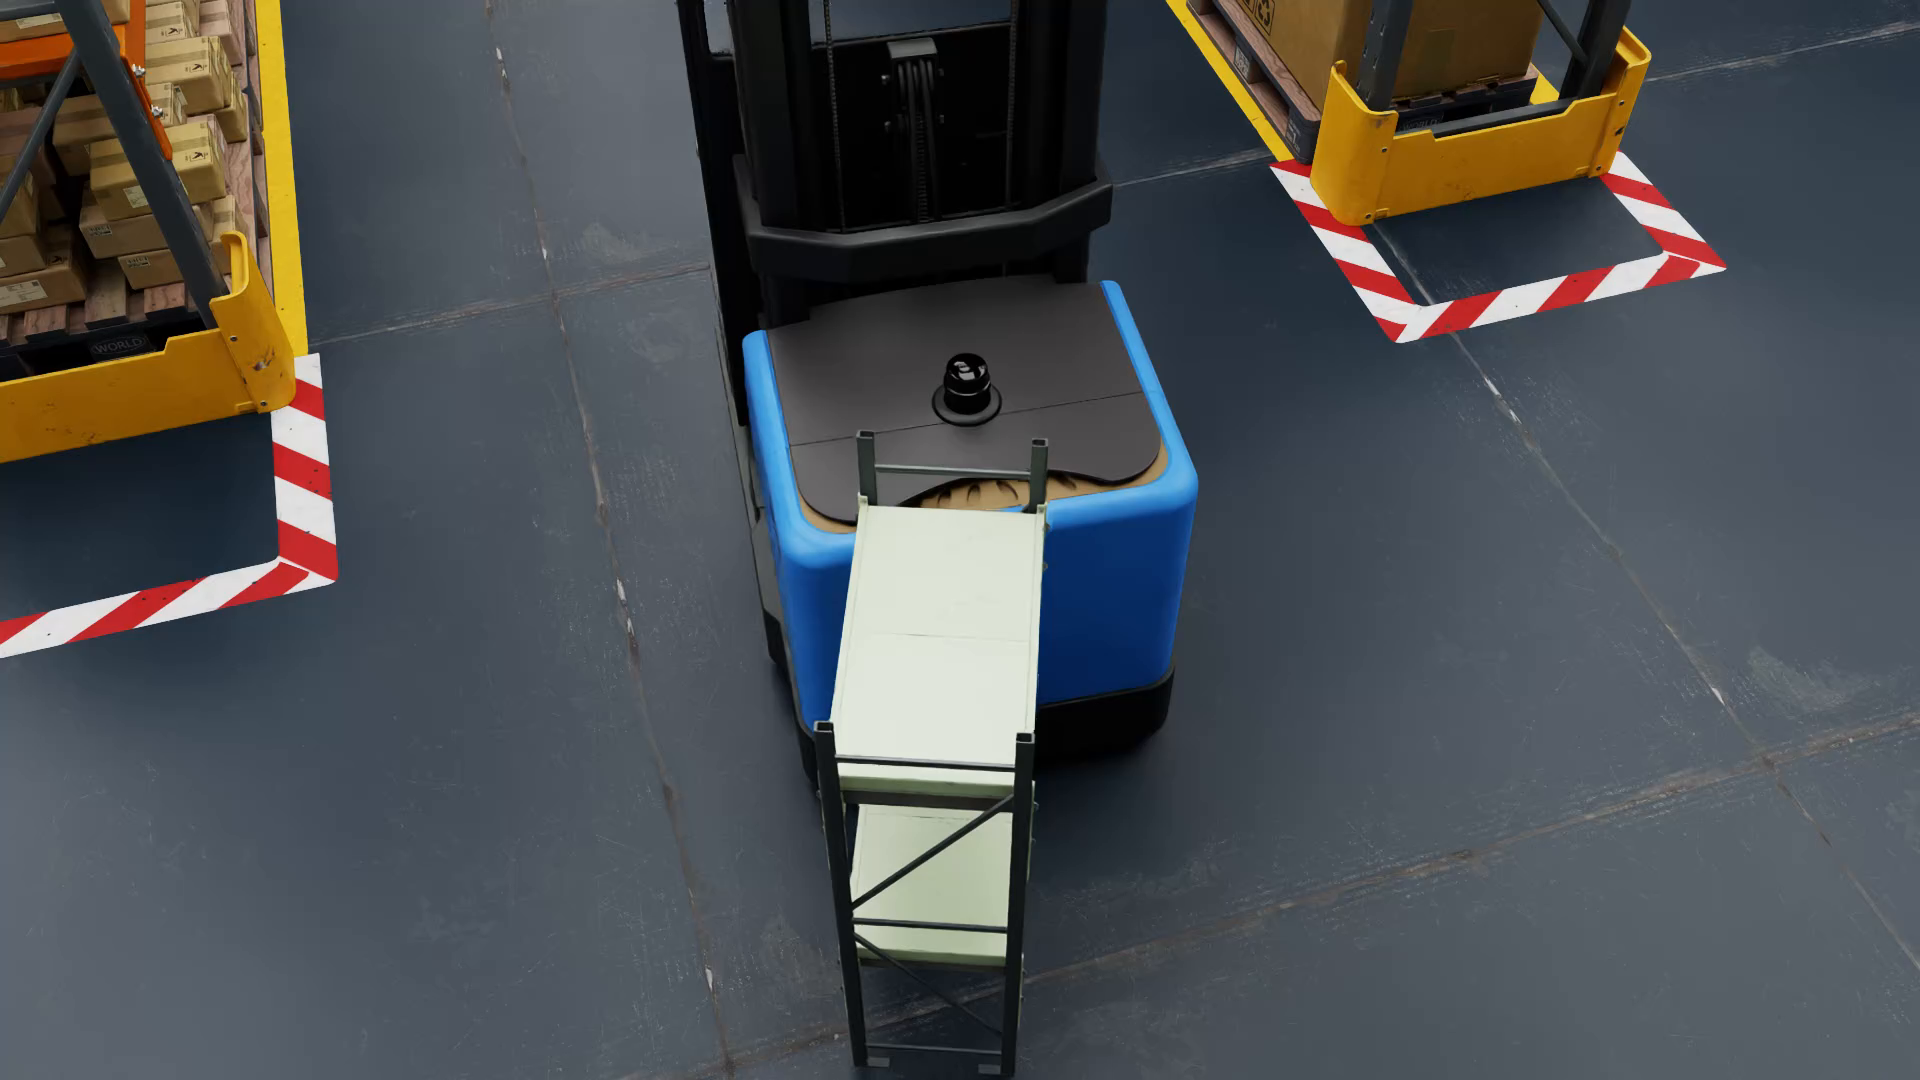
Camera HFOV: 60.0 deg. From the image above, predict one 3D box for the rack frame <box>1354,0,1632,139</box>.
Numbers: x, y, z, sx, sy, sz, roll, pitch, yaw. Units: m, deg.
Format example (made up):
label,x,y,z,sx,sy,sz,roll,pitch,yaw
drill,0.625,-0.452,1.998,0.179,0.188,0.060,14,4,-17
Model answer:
label,x,y,z,sx,sy,sz,roll,pitch,yaw
rack frame,1.934,-2.407,5.317,1.000,3.000,0.127,-13,51,-11

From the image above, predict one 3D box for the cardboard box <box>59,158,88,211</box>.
label,x,y,z,sx,sy,sz,roll,pitch,yaw
cardboard box,-3.357,-1.290,5.966,0.380,0.149,0.250,-14,51,-11

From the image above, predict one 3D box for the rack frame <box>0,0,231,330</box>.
label,x,y,z,sx,sy,sz,roll,pitch,yaw
rack frame,-2.834,-1.359,4.434,1.000,3.000,0.127,-13,51,-11

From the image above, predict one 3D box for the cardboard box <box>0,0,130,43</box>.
label,x,y,z,sx,sy,sz,roll,pitch,yaw
cardboard box,-2.616,-1.589,4.792,0.380,0.149,0.250,-14,51,-11

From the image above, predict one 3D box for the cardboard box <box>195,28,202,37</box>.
label,x,y,z,sx,sy,sz,roll,pitch,yaw
cardboard box,-3.069,-1.868,6.258,0.380,0.149,0.250,-16,52,-13

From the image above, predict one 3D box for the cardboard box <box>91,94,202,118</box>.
label,x,y,z,sx,sy,sz,roll,pitch,yaw
cardboard box,-2.927,-1.484,5.934,0.380,0.149,0.250,-13,51,-11

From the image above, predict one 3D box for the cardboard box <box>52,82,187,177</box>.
label,x,y,z,sx,sy,sz,roll,pitch,yaw
cardboard box,-2.860,-1.401,5.670,0.380,0.149,0.250,-12,51,-10

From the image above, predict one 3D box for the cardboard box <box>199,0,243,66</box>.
label,x,y,z,sx,sy,sz,roll,pitch,yaw
cardboard box,-3.046,-1.961,6.531,0.380,0.149,0.250,-16,52,-13

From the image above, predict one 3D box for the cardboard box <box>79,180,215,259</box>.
label,x,y,z,sx,sy,sz,roll,pitch,yaw
cardboard box,-2.743,-1.112,5.621,0.380,0.149,0.250,-11,51,-9

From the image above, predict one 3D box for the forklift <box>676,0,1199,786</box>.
label,x,y,z,sx,sy,sz,roll,pitch,yaw
forklift,-0.218,-1.405,4.518,1.130,2.935,3.031,-9,51,-8

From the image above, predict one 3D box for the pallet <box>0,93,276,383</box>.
label,x,y,z,sx,sy,sz,roll,pitch,yaw
pallet,-3.062,-1.117,6.054,1.003,0.211,1.213,-13,51,-11

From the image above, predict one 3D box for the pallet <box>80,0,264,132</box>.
label,x,y,z,sx,sy,sz,roll,pitch,yaw
pallet,-3.420,-2.006,6.803,1.003,0.211,1.213,-13,51,-11

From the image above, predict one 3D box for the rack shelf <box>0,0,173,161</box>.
label,x,y,z,sx,sy,sz,roll,pitch,yaw
rack shelf,-3.425,-2.588,5.940,1.077,0.370,4.000,-13,51,-11

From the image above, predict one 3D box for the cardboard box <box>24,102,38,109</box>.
label,x,y,z,sx,sy,sz,roll,pitch,yaw
cardboard box,-3.418,-1.371,5.840,0.380,0.149,0.250,-15,52,-12

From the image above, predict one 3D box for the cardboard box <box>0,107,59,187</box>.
label,x,y,z,sx,sy,sz,roll,pitch,yaw
cardboard box,-3.252,-1.293,5.579,0.380,0.149,0.250,-12,51,-10

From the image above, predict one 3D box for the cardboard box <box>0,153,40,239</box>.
label,x,y,z,sx,sy,sz,roll,pitch,yaw
cardboard box,-3.232,-1.096,5.413,0.380,0.149,0.250,-13,51,-11

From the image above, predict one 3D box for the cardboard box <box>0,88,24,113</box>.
label,x,y,z,sx,sy,sz,roll,pitch,yaw
cardboard box,-3.450,-1.453,5.714,0.380,0.149,0.250,-14,51,-12

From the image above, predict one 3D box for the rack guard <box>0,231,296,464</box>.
label,x,y,z,sx,sy,sz,roll,pitch,yaw
rack guard,-2.856,-0.609,5.436,1.175,0.500,0.348,-13,51,-11

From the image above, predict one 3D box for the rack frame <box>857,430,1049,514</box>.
label,x,y,z,sx,sy,sz,roll,pitch,yaw
rack frame,-0.015,0.271,4.041,0.400,1.500,0.023,3,50,2

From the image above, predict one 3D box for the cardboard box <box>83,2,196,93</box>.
label,x,y,z,sx,sy,sz,roll,pitch,yaw
cardboard box,-2.965,-1.776,5.986,0.380,0.149,0.250,-16,52,-13

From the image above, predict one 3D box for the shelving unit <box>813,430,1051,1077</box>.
label,x,y,z,sx,sy,sz,roll,pitch,yaw
shelving unit,-0.040,0.550,3.805,0.431,1.500,0.755,3,50,2

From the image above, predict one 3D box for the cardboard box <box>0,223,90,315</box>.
label,x,y,z,sx,sy,sz,roll,pitch,yaw
cardboard box,-3.188,-0.913,5.647,0.380,0.149,0.250,-13,51,-10

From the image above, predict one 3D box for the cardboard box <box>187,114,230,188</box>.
label,x,y,z,sx,sy,sz,roll,pitch,yaw
cardboard box,-2.770,-1.325,5.800,0.380,0.149,0.250,-14,51,-11

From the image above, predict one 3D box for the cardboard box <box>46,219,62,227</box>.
label,x,y,z,sx,sy,sz,roll,pitch,yaw
cardboard box,-3.361,-1.078,5.787,0.380,0.149,0.250,-12,51,-10

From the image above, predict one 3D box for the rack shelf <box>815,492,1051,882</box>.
label,x,y,z,sx,sy,sz,roll,pitch,yaw
rack shelf,-0.040,0.299,3.507,0.431,0.370,0.720,3,50,2

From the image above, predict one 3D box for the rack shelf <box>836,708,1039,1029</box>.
label,x,y,z,sx,sy,sz,roll,pitch,yaw
rack shelf,-0.040,0.760,4.054,0.431,0.370,0.720,3,50,2

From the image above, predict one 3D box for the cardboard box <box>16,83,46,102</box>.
label,x,y,z,sx,sy,sz,roll,pitch,yaw
cardboard box,-3.466,-1.657,5.886,0.380,0.149,0.250,-15,52,-12

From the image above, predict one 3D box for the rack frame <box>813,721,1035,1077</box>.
label,x,y,z,sx,sy,sz,roll,pitch,yaw
rack frame,-0.065,0.829,3.570,0.400,1.500,0.023,3,50,2

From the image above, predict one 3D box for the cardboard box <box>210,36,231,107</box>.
label,x,y,z,sx,sy,sz,roll,pitch,yaw
cardboard box,-2.899,-1.695,6.113,0.380,0.149,0.250,-12,51,-10

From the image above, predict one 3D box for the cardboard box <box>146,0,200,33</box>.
label,x,y,z,sx,sy,sz,roll,pitch,yaw
cardboard box,-3.038,-1.981,6.159,0.380,0.149,0.250,-12,51,-10

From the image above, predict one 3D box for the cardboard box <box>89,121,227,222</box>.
label,x,y,z,sx,sy,sz,roll,pitch,yaw
cardboard box,-2.664,-1.227,5.523,0.380,0.149,0.250,-15,52,-13

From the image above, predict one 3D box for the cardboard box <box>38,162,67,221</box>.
label,x,y,z,sx,sy,sz,roll,pitch,yaw
cardboard box,-3.288,-1.195,5.691,0.380,0.149,0.250,-14,51,-12

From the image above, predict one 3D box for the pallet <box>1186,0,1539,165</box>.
label,x,y,z,sx,sy,sz,roll,pitch,yaw
pallet,1.623,-2.074,6.860,1.003,0.211,1.213,-13,51,-11

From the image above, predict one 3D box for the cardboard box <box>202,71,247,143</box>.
label,x,y,z,sx,sy,sz,roll,pitch,yaw
cardboard box,-2.889,-1.594,6.222,0.380,0.149,0.250,-13,51,-11

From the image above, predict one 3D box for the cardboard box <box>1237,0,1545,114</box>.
label,x,y,z,sx,sy,sz,roll,pitch,yaw
cardboard box,1.669,-2.306,6.347,0.875,0.875,0.875,-13,51,-11

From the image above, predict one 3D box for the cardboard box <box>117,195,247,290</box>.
label,x,y,z,sx,sy,sz,roll,pitch,yaw
cardboard box,-2.683,-1.030,5.747,0.380,0.149,0.250,-12,51,-10

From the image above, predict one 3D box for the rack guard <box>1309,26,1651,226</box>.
label,x,y,z,sx,sy,sz,roll,pitch,yaw
rack guard,1.942,-1.583,6.258,1.175,0.500,0.348,-13,51,-11

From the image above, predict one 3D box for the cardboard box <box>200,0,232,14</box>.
label,x,y,z,sx,sy,sz,roll,pitch,yaw
cardboard box,-3.153,-2.157,6.697,0.380,0.149,0.250,-13,51,-11

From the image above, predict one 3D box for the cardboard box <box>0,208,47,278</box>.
label,x,y,z,sx,sy,sz,roll,pitch,yaw
cardboard box,-3.262,-0.992,5.520,0.380,0.149,0.250,-15,51,-12

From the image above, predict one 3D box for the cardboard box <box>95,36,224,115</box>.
label,x,y,z,sx,sy,sz,roll,pitch,yaw
cardboard box,-2.813,-1.614,5.849,0.380,0.149,0.250,-13,51,-11

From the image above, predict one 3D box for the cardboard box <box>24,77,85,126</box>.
label,x,y,z,sx,sy,sz,roll,pitch,yaw
cardboard box,-3.399,-1.591,6.025,0.380,0.149,0.250,-14,51,-11
